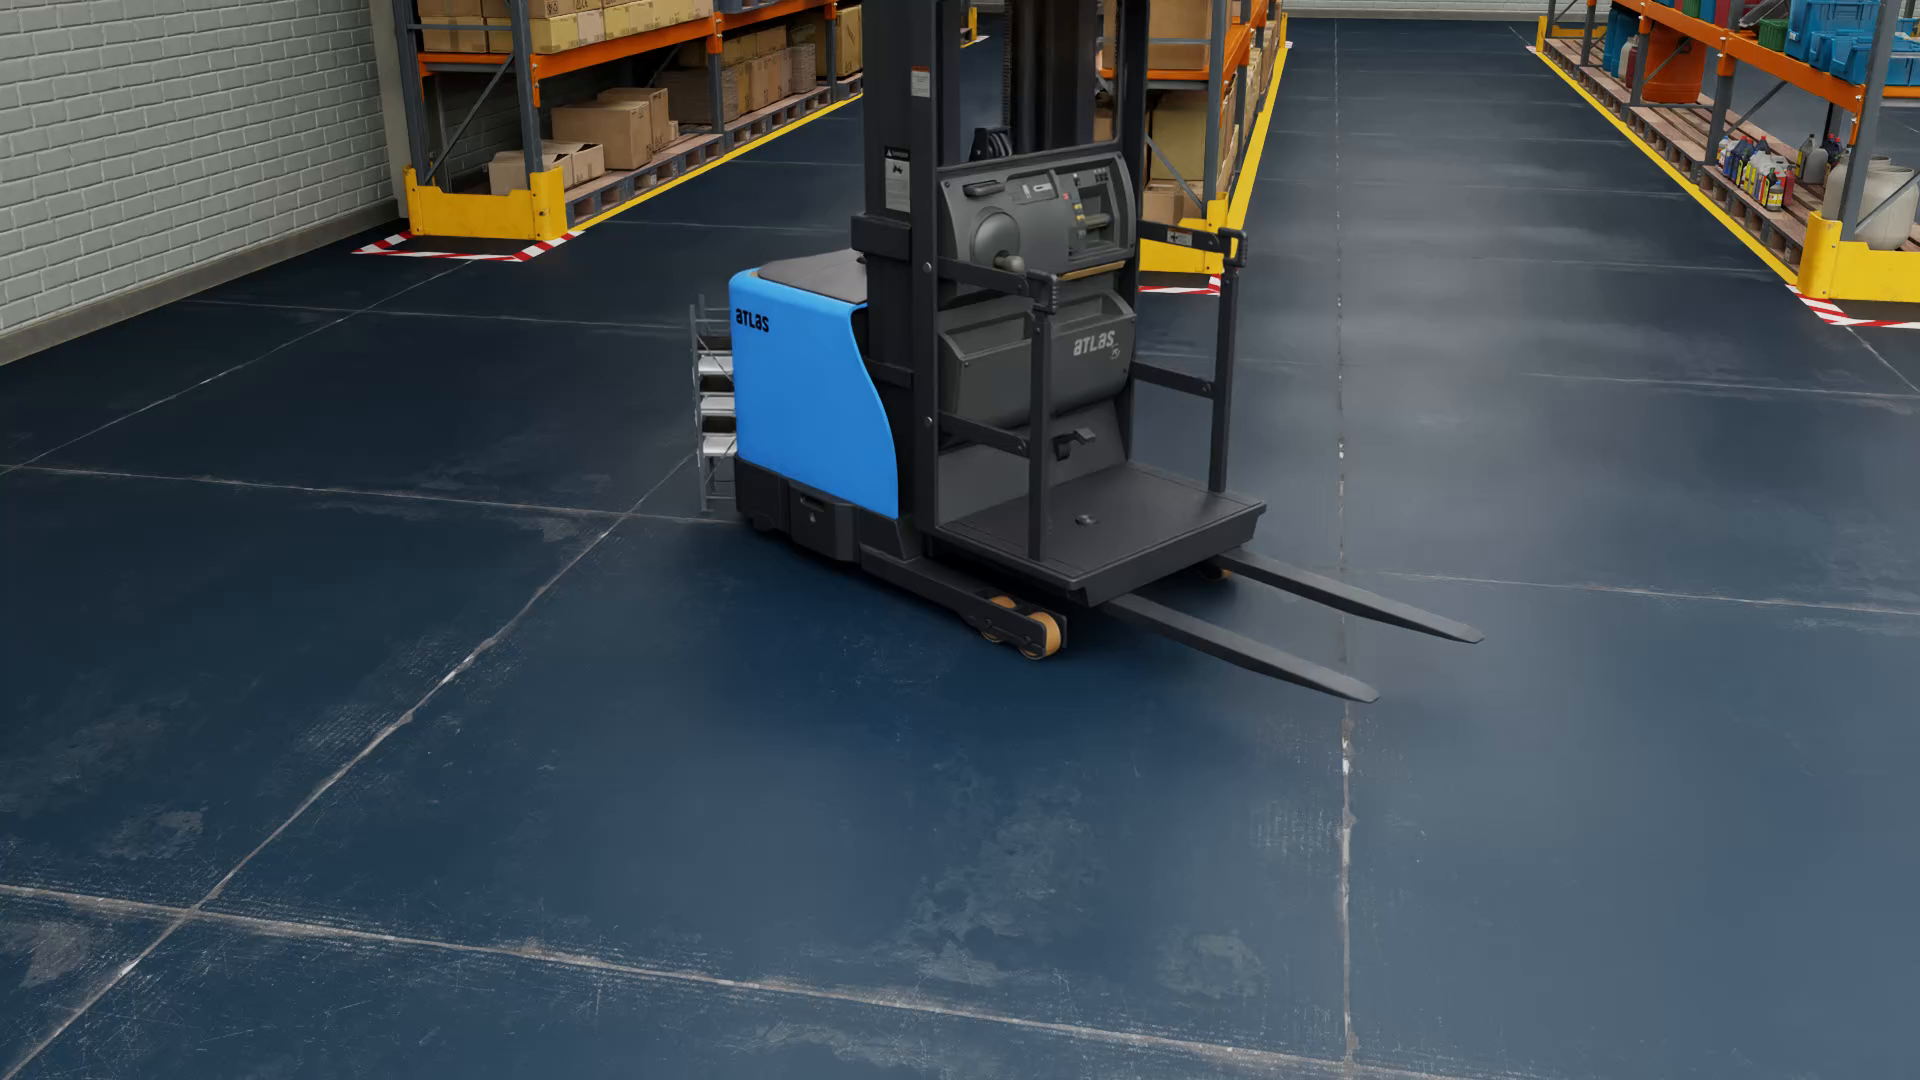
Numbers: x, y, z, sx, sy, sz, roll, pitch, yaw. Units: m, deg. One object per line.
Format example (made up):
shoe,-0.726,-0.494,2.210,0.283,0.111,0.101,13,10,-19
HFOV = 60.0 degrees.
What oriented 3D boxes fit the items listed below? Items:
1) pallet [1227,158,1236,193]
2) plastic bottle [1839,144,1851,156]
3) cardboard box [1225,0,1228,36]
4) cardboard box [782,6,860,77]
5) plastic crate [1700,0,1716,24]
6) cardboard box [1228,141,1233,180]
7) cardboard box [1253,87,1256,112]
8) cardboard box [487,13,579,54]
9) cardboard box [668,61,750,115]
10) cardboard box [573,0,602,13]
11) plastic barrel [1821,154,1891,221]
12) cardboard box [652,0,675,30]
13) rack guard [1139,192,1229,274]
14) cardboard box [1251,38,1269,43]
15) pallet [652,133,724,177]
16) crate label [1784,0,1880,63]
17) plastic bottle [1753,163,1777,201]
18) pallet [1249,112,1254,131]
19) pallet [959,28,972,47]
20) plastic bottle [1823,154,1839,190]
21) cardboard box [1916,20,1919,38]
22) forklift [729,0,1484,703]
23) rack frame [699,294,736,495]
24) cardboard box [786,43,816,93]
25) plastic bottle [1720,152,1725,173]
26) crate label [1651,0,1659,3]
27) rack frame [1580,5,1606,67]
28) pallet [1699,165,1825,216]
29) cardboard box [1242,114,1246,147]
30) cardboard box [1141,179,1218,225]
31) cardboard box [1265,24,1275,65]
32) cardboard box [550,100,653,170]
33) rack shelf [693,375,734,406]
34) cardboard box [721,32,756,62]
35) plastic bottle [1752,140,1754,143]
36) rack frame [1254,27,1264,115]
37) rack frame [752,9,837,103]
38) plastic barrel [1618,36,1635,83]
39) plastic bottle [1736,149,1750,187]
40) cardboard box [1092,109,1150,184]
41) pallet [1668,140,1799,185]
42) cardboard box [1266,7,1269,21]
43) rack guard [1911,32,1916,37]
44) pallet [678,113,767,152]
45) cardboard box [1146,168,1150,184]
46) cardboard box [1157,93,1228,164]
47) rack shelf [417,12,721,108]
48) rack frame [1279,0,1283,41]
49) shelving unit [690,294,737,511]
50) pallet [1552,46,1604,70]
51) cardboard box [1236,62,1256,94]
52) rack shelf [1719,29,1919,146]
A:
pallet,1.869,-3.201,14.519,1.003,0.211,1.213,4,22,11
plastic bottle,6.966,-2.933,13.077,0.144,0.351,0.185,4,22,11
cardboard box,1.780,-4.289,13.355,0.700,0.500,0.500,5,22,12
cardboard box,-1.684,-6.078,20.245,0.750,0.750,0.750,4,22,10
plastic crate,6.841,-4.823,14.835,0.392,0.384,0.575,4,22,11
cardboard box,1.992,-3.149,13.776,0.500,0.250,0.500,4,22,11
cardboard box,2.812,-4.581,17.331,0.500,0.250,0.500,5,22,12
cardboard box,-3.184,-3.790,12.422,0.500,0.250,0.500,4,22,9
cardboard box,-2.588,-4.666,17.182,0.700,0.500,0.500,4,22,10
cardboard box,-3.092,-4.315,12.722,0.500,0.500,0.500,5,22,11
plastic barrel,6.266,-2.411,11.593,0.421,0.512,0.421,0,22,0
cardboard box,-2.776,-4.535,14.273,0.500,0.250,0.500,4,22,11
rack guard,1.251,-2.151,11.525,1.175,0.500,0.348,4,22,11
cardboard box,3.362,-5.626,19.565,0.500,0.500,0.500,4,22,9
pallet,-2.881,-3.617,15.551,1.003,0.211,1.213,4,22,11
crate label,6.215,-3.650,11.855,0.502,0.435,0.616,4,22,11
plastic bottle,6.156,-2.727,12.666,0.152,0.276,0.135,4,22,9
pallet,2.682,-4.653,18.126,1.003,0.211,1.213,4,22,11
pallet,-0.416,-7.955,26.324,1.003,0.211,1.213,4,22,11
plastic bottle,6.860,-2.900,13.086,0.061,0.283,0.133,4,22,11
cardboard box,14.165,-7.383,23.453,0.875,0.875,0.875,4,22,11
forklift,0.440,-1.157,5.802,1.130,2.935,3.031,-20,29,-40
rack frame,-0.983,-0.619,7.186,0.240,0.900,0.006,1,21,2
cardboard box,-2.058,-5.399,19.000,0.700,0.500,0.500,5,22,12
plastic bottle,6.385,-3.152,13.821,0.097,0.201,0.097,0,22,0
crate label,7.284,-5.663,17.123,0.303,0.233,0.416,4,22,11
rack frame,8.553,-7.329,21.036,1.000,3.000,0.127,4,22,11
pallet,6.742,-2.867,13.690,1.003,0.211,1.213,4,22,11
cardboard box,2.397,-3.830,15.467,0.500,0.250,0.500,4,22,10
cardboard box,1.583,-2.418,11.960,0.500,0.250,0.500,4,22,11
cardboard box,3.775,-6.370,21.412,0.500,0.500,0.500,5,22,11
cardboard box,-3.050,-3.459,14.185,0.700,0.500,0.500,3,22,8
rack shelf,-0.987,-0.635,7.070,0.258,0.077,0.200,1,21,2
cardboard box,-2.455,-5.173,17.437,0.500,0.250,0.500,4,22,9
plastic bottle,6.491,-3.136,13.672,0.061,0.283,0.133,4,22,11
rack frame,2.888,-6.245,18.345,1.000,3.000,0.127,4,22,11
rack frame,-1.962,-6.621,19.279,1.000,3.000,0.127,4,22,11
plastic barrel,8.078,-5.713,19.793,0.421,0.512,0.421,0,22,0
plastic bottle,6.236,-2.957,13.229,0.061,0.283,0.133,5,23,13
cardboard box,1.074,-2.805,11.919,0.500,0.500,0.500,4,22,11
pallet,7.042,-3.400,15.013,1.003,0.211,1.213,4,22,11
cardboard box,4.083,-7.442,24.068,0.797,0.503,0.637,4,22,11
rack guard,14.223,-7.264,24.220,1.175,0.500,0.348,4,22,11
pallet,-2.621,-4.150,16.875,1.003,0.211,1.213,4,22,11
cardboard box,1.166,-2.641,12.515,0.500,0.250,0.500,4,22,11
cardboard box,1.772,-3.133,12.731,0.500,0.500,0.500,4,22,11
rack shelf,-3.186,-4.093,13.965,1.077,0.370,4.000,4,22,11
rack frame,4.520,-9.171,25.609,1.000,3.000,0.127,4,22,11
shelving unit,-0.987,-0.582,7.091,0.258,0.900,0.210,1,21,2
pallet,8.911,-6.755,23.343,1.003,0.211,1.213,4,22,11
cardboard box,2.712,-4.656,16.767,0.500,0.311,0.500,5,22,12
rack shelf,6.512,-3.338,12.090,1.077,0.370,4.000,4,22,11
